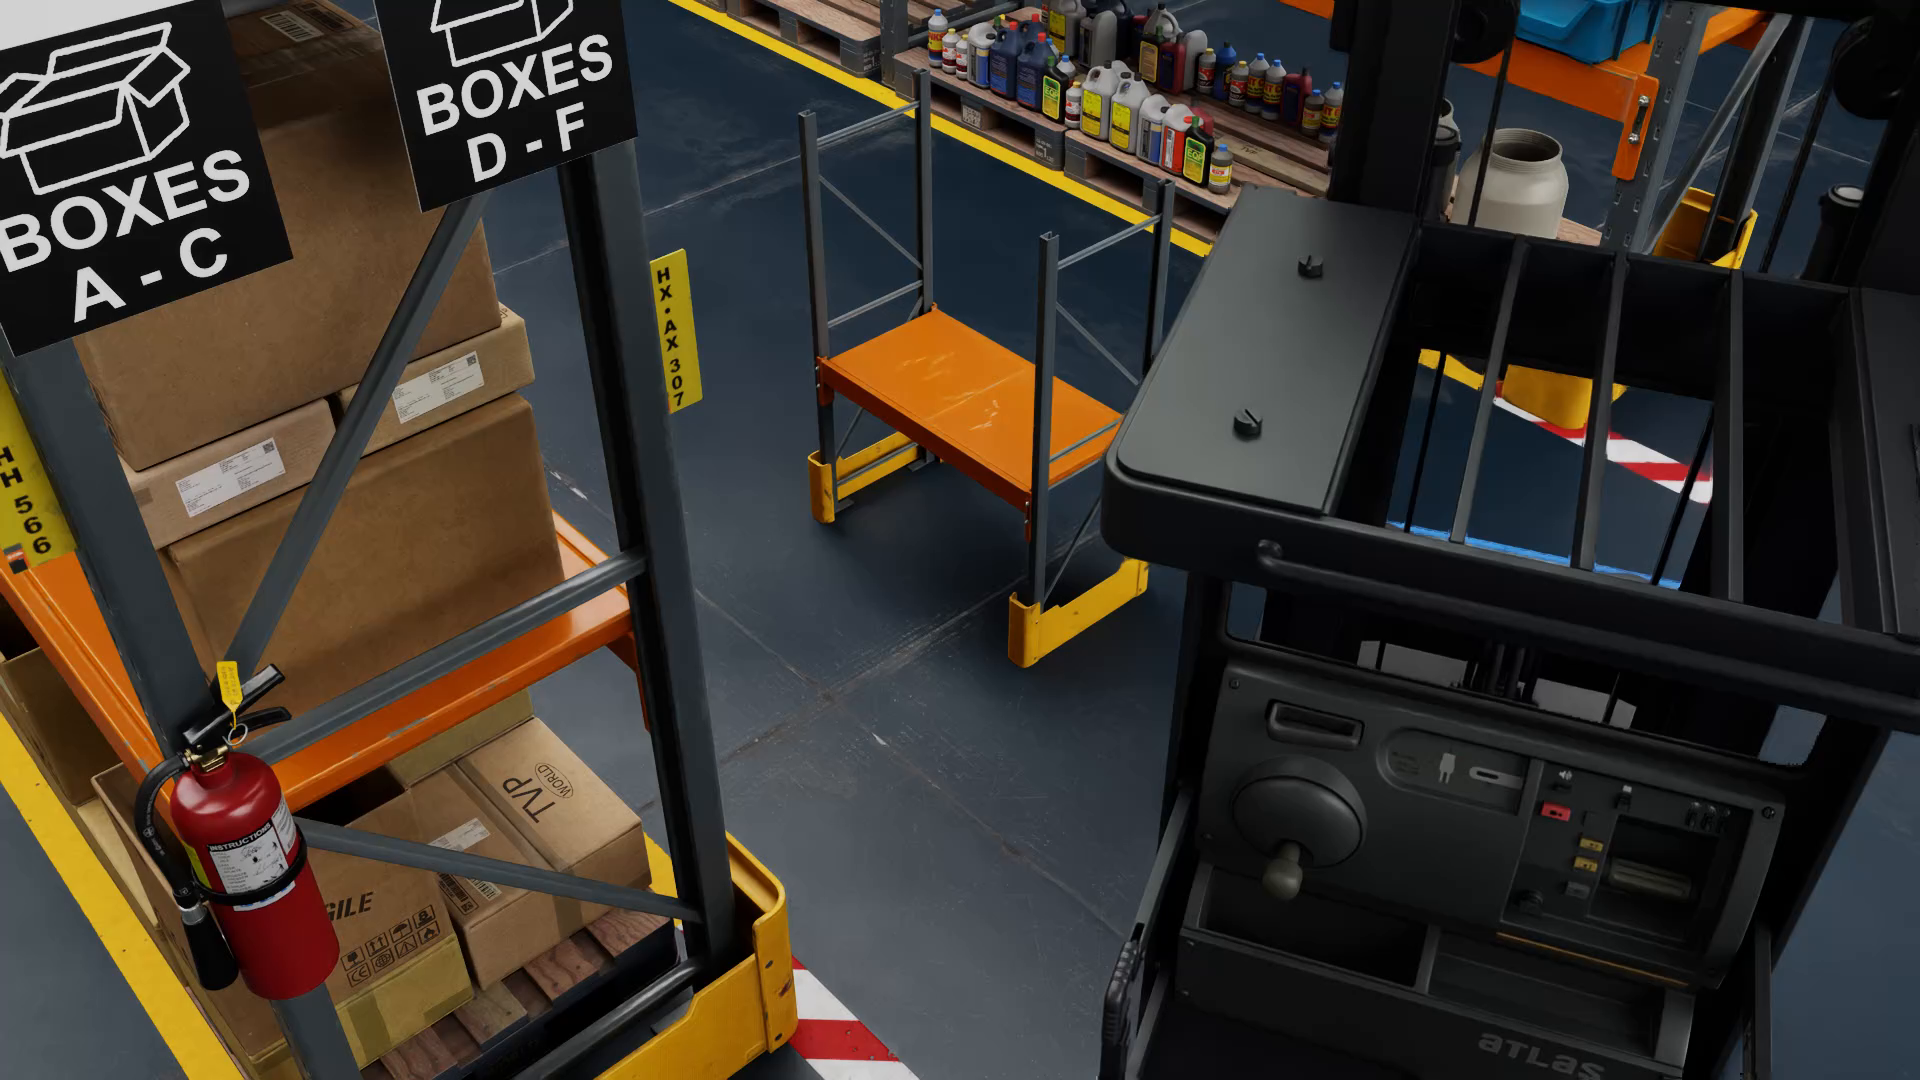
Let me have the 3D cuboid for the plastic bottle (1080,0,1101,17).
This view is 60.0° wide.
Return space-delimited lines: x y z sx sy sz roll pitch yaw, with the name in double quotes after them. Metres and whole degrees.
0.646 -2.698 8.461 0.144 0.351 0.185 -31 48 -33 "plastic bottle"

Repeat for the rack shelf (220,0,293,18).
-2.300 -1.591 3.517 1.077 0.370 4.000 -30 48 -32 "rack shelf"

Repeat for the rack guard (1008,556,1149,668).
0.388 0.169 5.342 0.587 0.250 0.087 -30 48 -32 "rack guard"

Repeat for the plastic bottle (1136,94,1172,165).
0.895 -1.849 7.470 0.152 0.276 0.135 -31 48 -33 "plastic bottle"

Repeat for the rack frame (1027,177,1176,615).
0.402 -0.309 4.939 0.500 1.500 0.032 -30 48 -32 "rack frame"

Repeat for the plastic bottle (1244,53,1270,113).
1.408 -2.167 7.868 0.097 0.271 0.097 0 39 0 "plastic bottle"

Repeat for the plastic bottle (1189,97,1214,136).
1.067 -1.833 7.444 0.061 0.283 0.133 -30 48 -32 "plastic bottle"

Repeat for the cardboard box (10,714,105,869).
-2.214 0.549 4.537 0.500 0.250 0.500 -30 48 -32 "cardboard box"

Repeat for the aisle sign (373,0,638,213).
-0.677 -0.889 2.395 0.394 0.787 0.004 -30 48 -32 "aisle sign"

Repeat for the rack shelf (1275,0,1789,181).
1.351 -2.527 7.064 1.077 0.370 4.000 -30 48 -32 "rack shelf"

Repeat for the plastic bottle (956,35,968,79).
0.029 -2.387 8.195 0.097 0.201 0.097 0 39 0 "plastic bottle"

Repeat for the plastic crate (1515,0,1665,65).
2.145 -1.928 5.868 0.499 0.251 0.616 -30 48 -32 "plastic crate"

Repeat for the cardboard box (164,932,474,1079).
-1.528 1.006 3.972 0.500 0.250 0.500 -30 48 -32 "cardboard box"

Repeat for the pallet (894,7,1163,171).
0.422 -2.319 8.453 1.003 0.211 1.213 -30 48 -32 "pallet"

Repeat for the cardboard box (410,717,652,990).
-1.146 0.786 4.244 0.500 0.250 0.500 -30 48 -32 "cardboard box"

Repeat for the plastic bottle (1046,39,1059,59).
0.426 -2.276 8.003 0.097 0.271 0.097 0 39 0 "plastic bottle"

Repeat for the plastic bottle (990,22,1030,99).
0.239 -2.323 7.997 0.144 0.351 0.185 -29 47 -31 "plastic bottle"

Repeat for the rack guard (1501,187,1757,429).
2.618 -0.924 6.496 1.175 0.500 0.348 -30 48 -32 "rack guard"

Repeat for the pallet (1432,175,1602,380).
2.072 -1.190 7.055 1.003 0.211 1.213 -30 48 -32 "pallet"

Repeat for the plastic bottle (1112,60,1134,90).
0.746 -2.085 7.761 0.152 0.276 0.135 -30 48 -32 "plastic bottle"

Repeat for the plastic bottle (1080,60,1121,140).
0.654 -2.039 7.646 0.144 0.351 0.185 -30 48 -32 "plastic bottle"

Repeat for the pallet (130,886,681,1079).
-1.495 0.971 4.380 1.003 0.211 1.213 -30 48 -32 "pallet"

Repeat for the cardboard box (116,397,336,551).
-1.346 -0.165 2.971 0.380 0.149 0.250 -31 48 -32 "cardboard box"

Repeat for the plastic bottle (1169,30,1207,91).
1.102 -2.353 8.094 0.152 0.276 0.135 -29 47 -31 "plastic bottle"

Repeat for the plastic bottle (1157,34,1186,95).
1.024 -2.311 8.035 0.061 0.283 0.133 -30 48 -32 "plastic bottle"

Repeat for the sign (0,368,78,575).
-1.356 -0.096 2.372 0.100 0.325 0.005 -30 48 -32 "sign"

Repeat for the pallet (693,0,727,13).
-1.391 -3.559 9.989 1.003 0.211 1.213 -30 48 -32 "pallet"

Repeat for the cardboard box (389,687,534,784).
-1.486 0.263 4.294 0.500 0.500 0.500 -30 48 -32 "cardboard box"

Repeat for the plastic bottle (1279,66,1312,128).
1.568 -2.080 7.749 0.061 0.283 0.133 -29 47 -31 "plastic bottle"

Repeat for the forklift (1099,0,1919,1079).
0.820 0.570 2.711 1.130 2.935 3.031 13 41 15 "forklift"

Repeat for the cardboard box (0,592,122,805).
-2.216 0.258 4.300 0.500 0.500 0.500 -30 48 -32 "cardboard box"

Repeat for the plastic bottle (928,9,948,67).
-0.109 -2.508 8.290 0.097 0.271 0.097 0 39 0 "plastic bottle"

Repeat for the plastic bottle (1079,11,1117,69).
0.684 -2.505 8.282 0.152 0.276 0.135 -30 48 -32 "plastic bottle"

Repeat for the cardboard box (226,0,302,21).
-1.649 -0.809 3.252 0.700 0.500 0.500 -31 48 -33 "cardboard box"

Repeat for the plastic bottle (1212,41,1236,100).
1.271 -2.261 7.984 0.097 0.271 0.097 0 39 0 "plastic bottle"

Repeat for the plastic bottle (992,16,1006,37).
0.208 -2.421 8.172 0.061 0.283 0.133 -30 48 -32 "plastic bottle"

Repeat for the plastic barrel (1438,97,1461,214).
1.863 -1.581 6.966 0.421 0.512 0.421 0 39 0 "plastic barrel"

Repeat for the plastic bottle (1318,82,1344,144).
1.707 -1.963 7.614 0.097 0.271 0.097 0 39 0 "plastic bottle"

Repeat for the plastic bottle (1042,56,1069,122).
0.447 -2.115 7.794 0.061 0.283 0.133 -28 47 -30 "plastic bottle"

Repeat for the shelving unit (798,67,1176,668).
0.052 -0.548 5.235 0.587 1.500 1.083 -30 48 -32 "shelving unit"

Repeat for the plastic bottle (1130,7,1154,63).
0.917 -2.525 8.301 0.061 0.283 0.133 -27 46 -29 "plastic bottle"

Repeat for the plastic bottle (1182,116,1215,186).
1.046 -1.706 7.286 0.061 0.283 0.133 -29 47 -31 "plastic bottle"

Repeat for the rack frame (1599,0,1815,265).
2.704 -1.881 5.692 1.000 3.000 0.127 -30 48 -32 "rack frame"
